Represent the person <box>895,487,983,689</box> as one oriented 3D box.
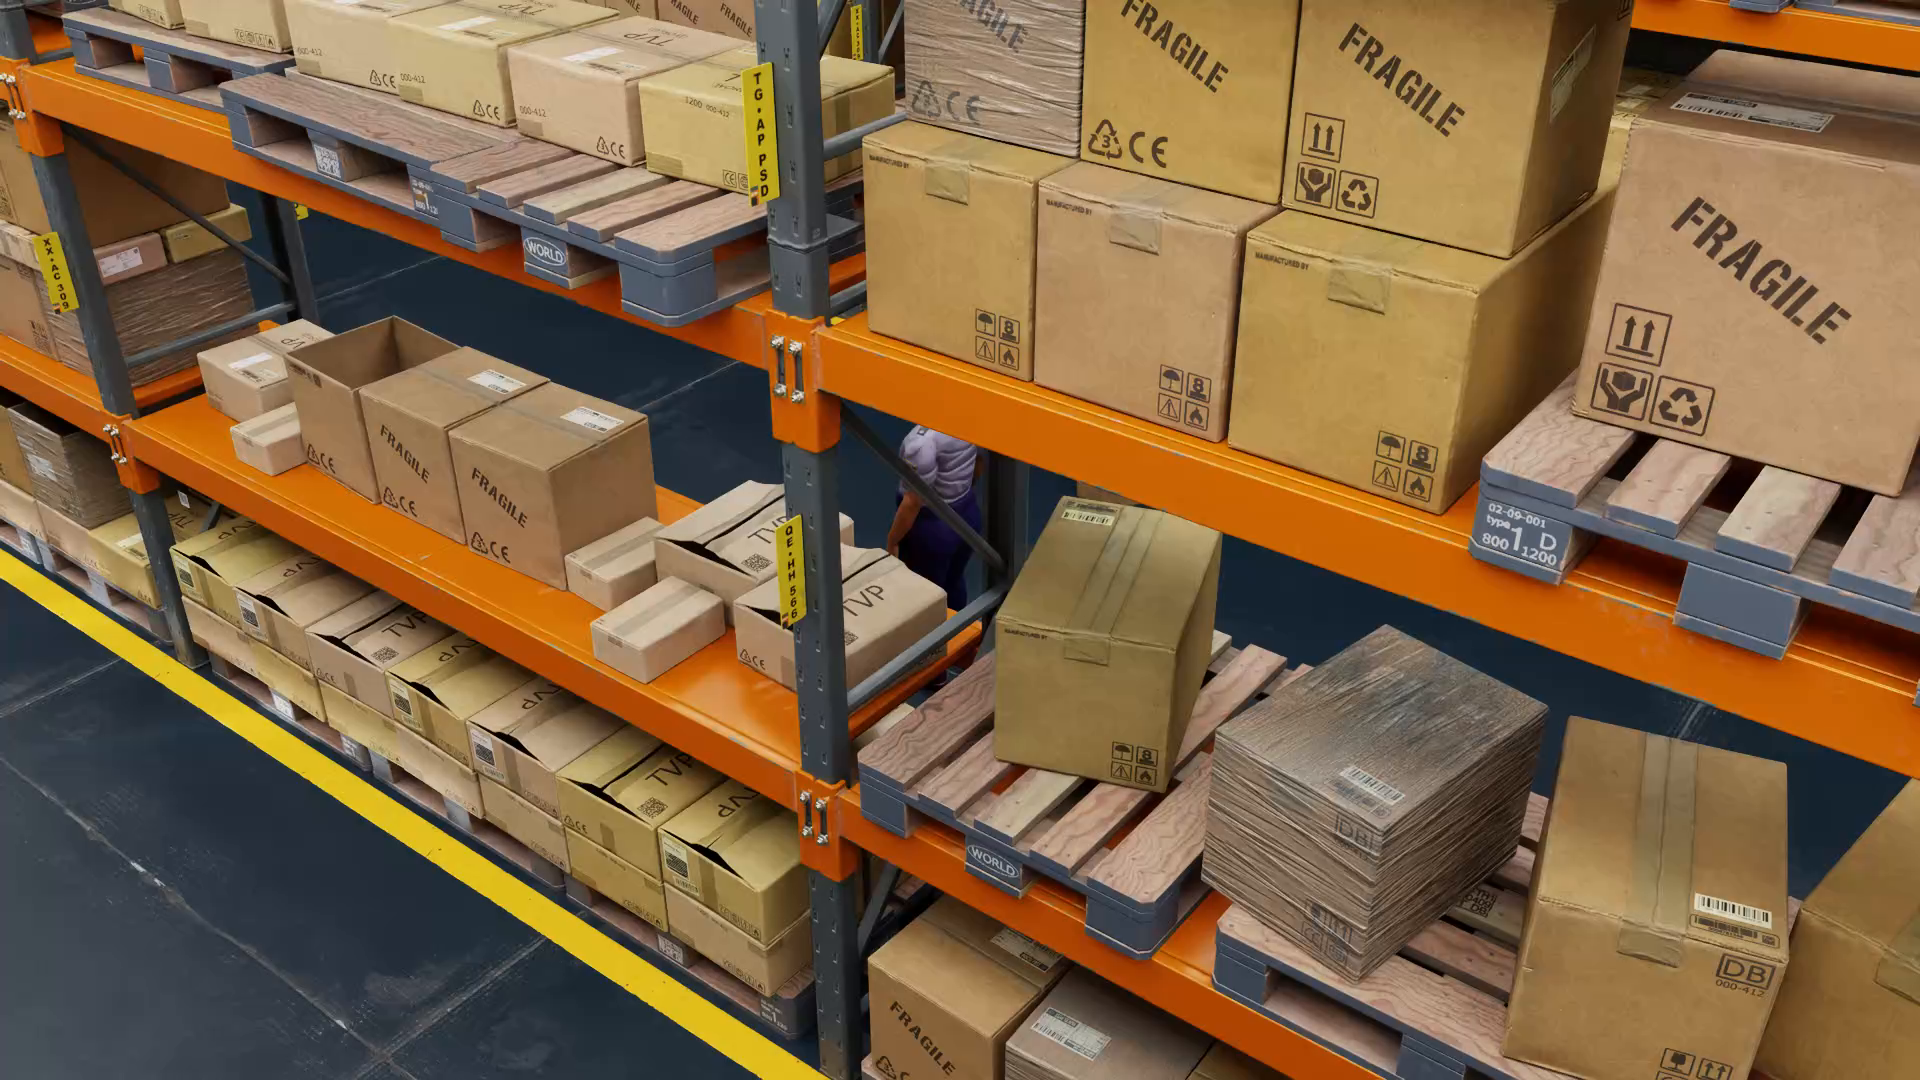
[{"bbox_3d":[-0.143,0.153,7.475,0.500,1.029,0.525,21,37,31],"label":"person"}]
